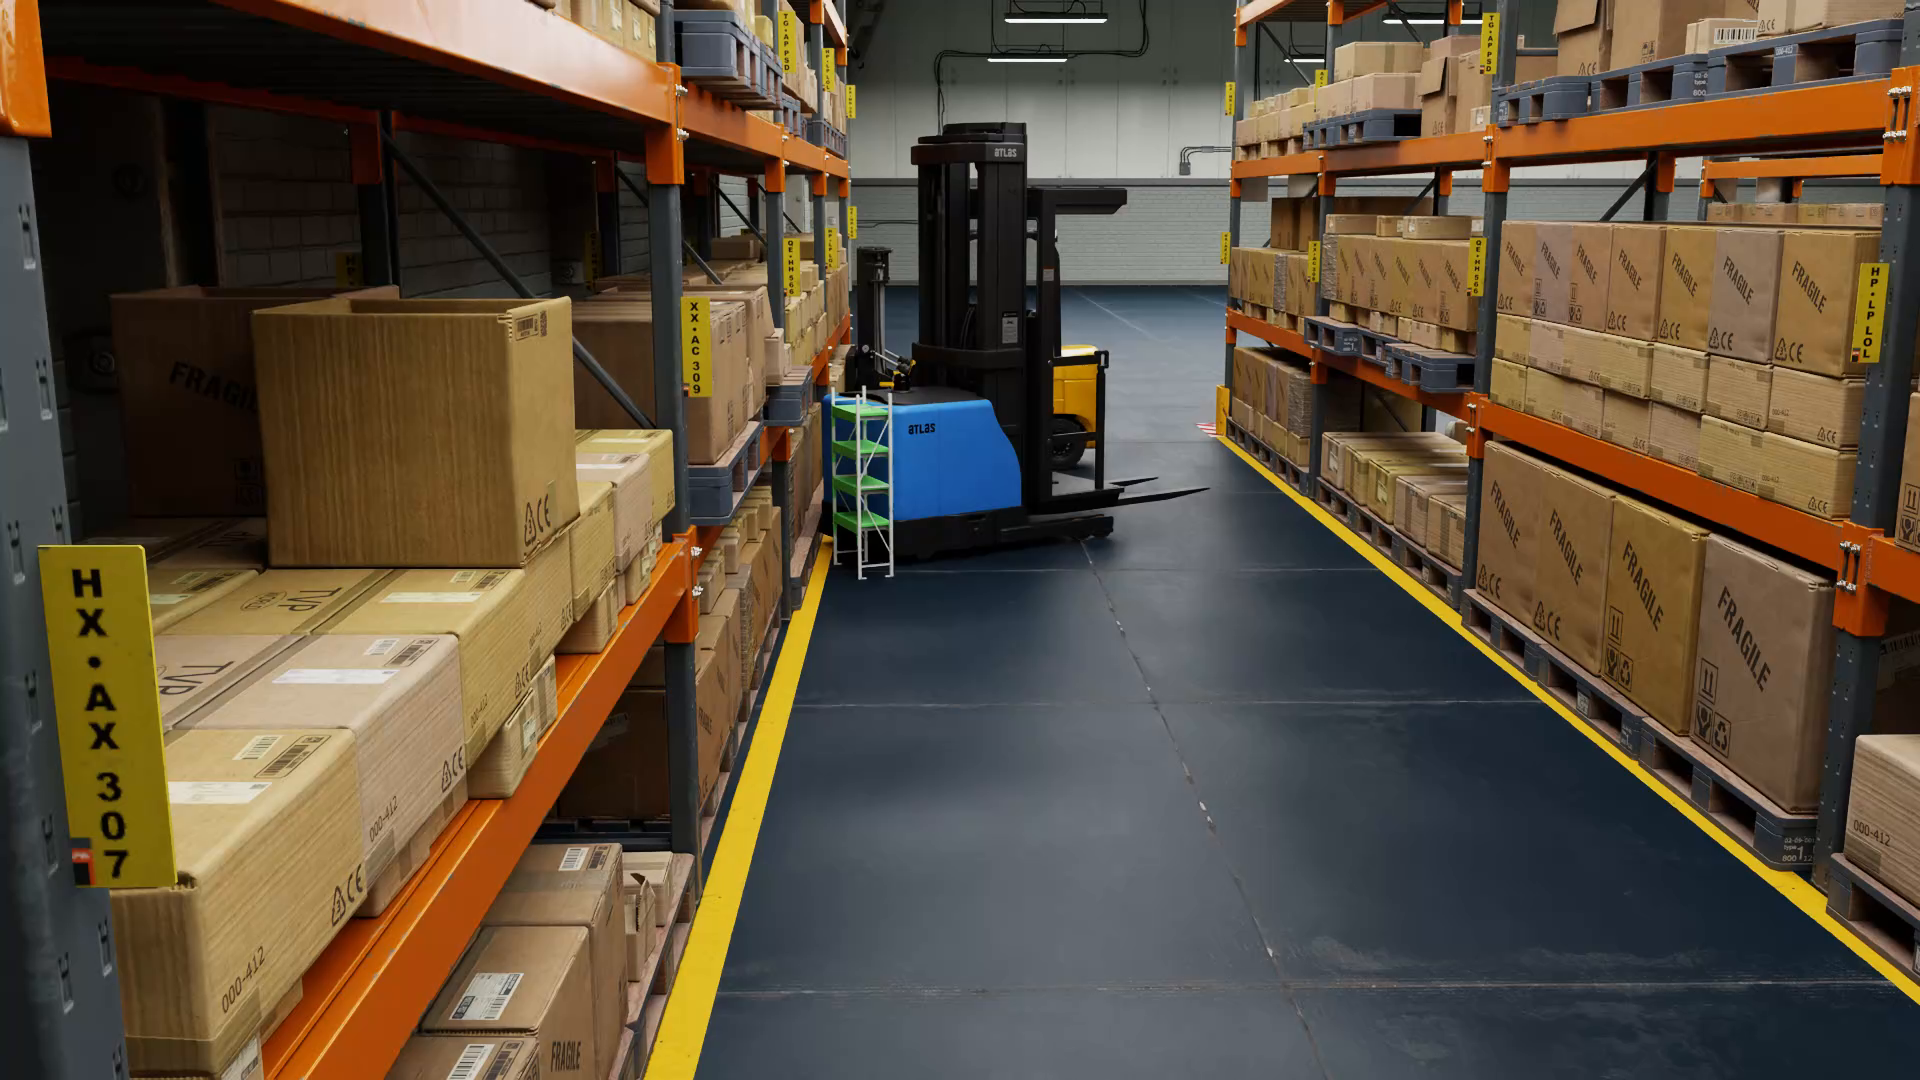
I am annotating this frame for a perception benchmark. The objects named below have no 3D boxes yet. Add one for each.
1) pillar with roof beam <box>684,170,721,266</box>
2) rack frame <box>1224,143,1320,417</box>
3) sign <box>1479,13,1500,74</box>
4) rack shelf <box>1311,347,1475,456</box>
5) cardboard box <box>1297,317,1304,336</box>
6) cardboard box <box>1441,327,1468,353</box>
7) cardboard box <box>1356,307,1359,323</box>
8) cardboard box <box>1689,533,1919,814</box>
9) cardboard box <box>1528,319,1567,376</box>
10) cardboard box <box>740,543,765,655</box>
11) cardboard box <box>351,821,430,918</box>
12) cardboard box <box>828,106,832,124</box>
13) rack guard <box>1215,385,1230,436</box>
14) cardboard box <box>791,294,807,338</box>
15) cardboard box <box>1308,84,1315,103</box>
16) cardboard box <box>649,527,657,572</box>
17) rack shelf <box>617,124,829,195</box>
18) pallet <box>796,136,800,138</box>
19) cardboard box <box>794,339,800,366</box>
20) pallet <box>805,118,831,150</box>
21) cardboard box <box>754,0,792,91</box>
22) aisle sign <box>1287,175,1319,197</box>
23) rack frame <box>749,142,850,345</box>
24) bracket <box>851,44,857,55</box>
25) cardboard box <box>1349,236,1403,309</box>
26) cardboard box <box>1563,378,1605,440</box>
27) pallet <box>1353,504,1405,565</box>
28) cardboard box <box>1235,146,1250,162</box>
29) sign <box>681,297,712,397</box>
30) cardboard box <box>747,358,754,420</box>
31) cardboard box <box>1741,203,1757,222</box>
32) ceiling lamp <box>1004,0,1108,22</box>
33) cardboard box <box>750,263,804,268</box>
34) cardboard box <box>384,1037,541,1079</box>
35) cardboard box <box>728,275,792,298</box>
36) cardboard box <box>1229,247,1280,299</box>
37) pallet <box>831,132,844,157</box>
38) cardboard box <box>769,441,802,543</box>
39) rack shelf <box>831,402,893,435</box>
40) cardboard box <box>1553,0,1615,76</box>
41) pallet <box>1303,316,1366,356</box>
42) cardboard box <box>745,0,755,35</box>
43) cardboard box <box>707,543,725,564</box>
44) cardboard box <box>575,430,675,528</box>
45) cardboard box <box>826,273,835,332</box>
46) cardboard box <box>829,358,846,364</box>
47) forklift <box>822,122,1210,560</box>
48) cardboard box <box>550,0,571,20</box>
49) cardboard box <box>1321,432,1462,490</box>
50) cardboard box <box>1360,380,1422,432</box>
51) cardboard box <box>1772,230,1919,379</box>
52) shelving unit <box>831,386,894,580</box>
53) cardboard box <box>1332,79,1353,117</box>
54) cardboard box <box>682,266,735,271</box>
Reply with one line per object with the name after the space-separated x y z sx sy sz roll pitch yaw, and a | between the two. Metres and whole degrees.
1.760 -5.405 16.068 9.100 9.000 0.400 0 11 -1 | pillar with roof beam
3.305 -2.610 17.382 1.000 3.000 0.127 0 11 -1 | rack frame
2.928 -2.742 9.184 0.100 0.325 0.005 0 11 -1 | sign
3.429 -1.065 11.574 1.077 0.370 4.000 0 11 -1 | rack shelf
3.065 -1.804 14.040 0.380 0.149 0.250 0 11 0 | cardboard box
3.151 -1.220 10.104 0.380 0.149 0.250 0 11 0 | cardboard box
3.162 -1.681 12.377 0.380 0.149 0.250 1 11 2 | cardboard box
3.461 0.488 6.399 0.875 0.875 0.875 0 11 1 | cardboard box
3.244 -0.987 8.500 0.500 0.250 0.500 0 11 0 | cardboard box
-1.255 0.307 8.232 0.500 0.500 0.500 0 11 1 | cardboard box
-1.095 0.495 2.707 0.380 0.149 0.250 0 11 1 | cardboard box
-1.296 -3.639 14.232 0.380 0.149 0.250 0 11 1 | cardboard box
3.307 -1.370 17.556 1.175 0.500 0.348 0 11 -1 | rack guard
-1.259 -1.463 10.848 0.500 0.250 0.500 -1 11 -3 | cardboard box
3.081 -3.666 13.669 0.380 0.149 0.250 -1 11 -3 | cardboard box
-1.123 0.033 4.982 0.380 0.149 0.250 0 11 0 | cardboard box
-1.533 -2.514 11.172 1.077 0.370 4.000 0 11 -1 | rack shelf
-1.621 -2.733 10.918 1.003 0.211 1.213 0 11 1 | pallet
-1.262 -1.115 10.386 0.500 0.250 0.500 0 11 -2 | cardboard box
-1.618 -3.390 13.904 1.003 0.211 1.213 0 11 -1 | pallet
-1.263 -2.918 9.794 0.500 0.500 0.500 0 11 -1 | cardboard box
3.594 -3.898 17.190 0.394 0.787 0.004 0 11 -1 | aisle sign
-1.657 -2.589 17.277 1.000 3.000 0.127 0 11 -1 | rack frame
-2.747 -12.522 42.093 0.076 0.066 4.783 0 11 -1 | bracket
3.119 -1.924 11.940 0.500 0.500 0.500 0 11 -1 | cardboard box
3.263 -0.642 8.056 0.500 0.250 0.500 0 11 1 | cardboard box
3.434 -0.051 11.778 1.003 0.211 1.213 0 11 -1 | pallet
2.988 -3.890 16.777 0.380 0.149 0.250 0 11 -1 | cardboard box
-0.867 -0.632 5.452 0.100 0.325 0.005 0 11 -1 | sign
-1.054 -0.622 6.860 0.396 0.266 0.258 0 11 2 | cardboard box
8.325 -3.071 16.557 0.875 0.550 0.550 0 11 -1 | cardboard box
1.853 -11.652 32.179 2.000 3.185 0.800 0 11 -1 | ceiling lamp
-1.370 -1.994 12.460 0.380 0.149 0.250 0 11 -1 | cardboard box
-1.223 1.318 3.247 0.700 0.500 0.500 0 11 1 | cardboard box
-1.260 -1.586 10.451 0.380 0.149 0.250 0 11 -1 | cardboard box
3.038 -2.710 16.872 0.500 0.500 0.500 0 11 -2 | cardboard box
-1.668 -3.875 16.295 1.003 0.211 1.213 0 11 -1 | pallet
-1.512 -0.295 10.885 0.875 0.625 0.625 0 11 1 | cardboard box
-0.645 -0.794 10.861 0.258 0.148 0.480 -5 12 -23 | rack shelf
3.629 -2.672 8.826 0.797 0.503 0.637 -1 12 -5 | cardboard box
3.258 -1.569 12.730 1.003 0.211 1.213 0 11 -1 | pallet
-1.037 -2.120 6.745 0.380 0.149 0.250 0 11 0 | cardboard box
-1.275 0.112 7.561 0.380 0.149 0.250 0 11 -1 | cardboard box
-1.155 -0.176 5.011 0.500 0.250 0.500 0 11 0 | cardboard box
-1.350 -2.036 14.298 0.500 0.500 0.500 0 11 0 | cardboard box
-1.296 -1.545 15.474 0.500 0.250 0.500 0 11 -2 | cardboard box
0.513 -1.507 12.114 3.031 2.935 1.130 -8 14 -34 | forklift
-1.131 -1.276 3.893 0.380 0.149 0.250 0 11 1 | cardboard box
3.401 -0.629 13.168 0.950 0.372 0.625 0 11 0 | cardboard box
3.646 -1.159 14.203 0.500 0.500 0.500 0 11 2 | cardboard box
3.293 -0.852 5.947 0.500 0.500 0.500 0 11 1 | cardboard box
-0.645 -0.386 10.943 0.258 1.200 0.503 -5 12 -23 | shelving unit
3.011 -3.199 12.060 0.500 0.250 0.500 0 11 -2 | cardboard box
-1.819 -1.887 11.932 0.380 0.149 0.250 0 11 -1 | cardboard box
